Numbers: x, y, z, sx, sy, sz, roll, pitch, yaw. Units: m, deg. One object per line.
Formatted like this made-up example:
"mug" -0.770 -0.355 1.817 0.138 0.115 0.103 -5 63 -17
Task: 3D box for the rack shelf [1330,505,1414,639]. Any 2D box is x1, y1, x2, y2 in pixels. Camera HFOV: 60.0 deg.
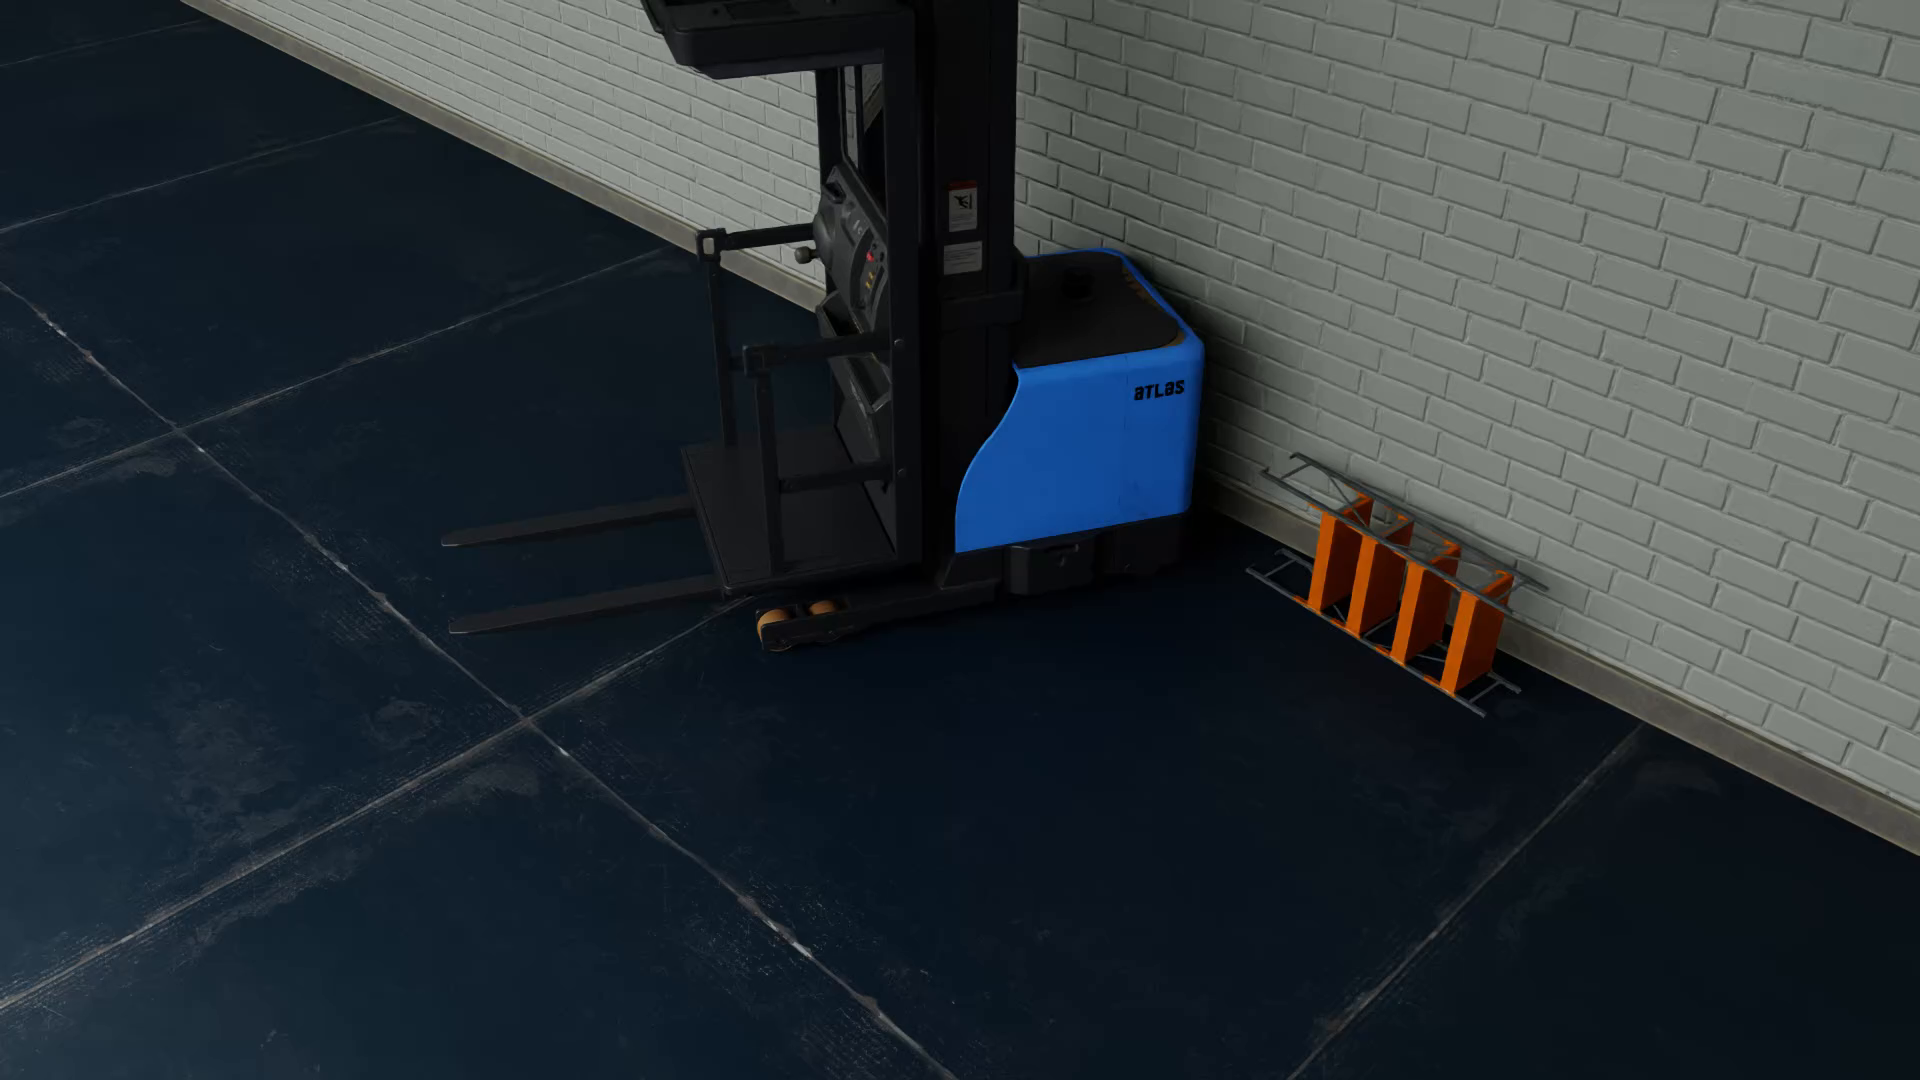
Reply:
"rack shelf" 1.644 0.123 6.614 0.258 0.480 0.148 -26 43 -32

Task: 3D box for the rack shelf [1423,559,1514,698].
"rack shelf" 1.941 0.331 6.330 0.258 0.480 0.148 -26 43 -32

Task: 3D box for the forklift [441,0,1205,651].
"forklift" -0.598 -1.098 6.262 3.031 2.935 1.130 -10 36 -14

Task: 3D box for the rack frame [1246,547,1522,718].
"rack frame" 1.685 0.352 6.715 0.240 0.015 1.200 -26 43 -32

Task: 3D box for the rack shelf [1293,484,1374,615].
"rack shelf" 1.516 0.034 6.737 0.258 0.480 0.148 -26 43 -32

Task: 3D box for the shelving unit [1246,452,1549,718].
"shelving unit" 1.687 0.154 6.573 0.258 0.503 1.200 -26 43 -32

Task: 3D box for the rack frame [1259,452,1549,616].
"rack frame" 1.690 -0.045 6.431 0.240 0.015 1.200 -26 43 -32

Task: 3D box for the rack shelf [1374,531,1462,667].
"rack shelf" 1.788 0.224 6.476 0.258 0.480 0.148 -26 43 -32
